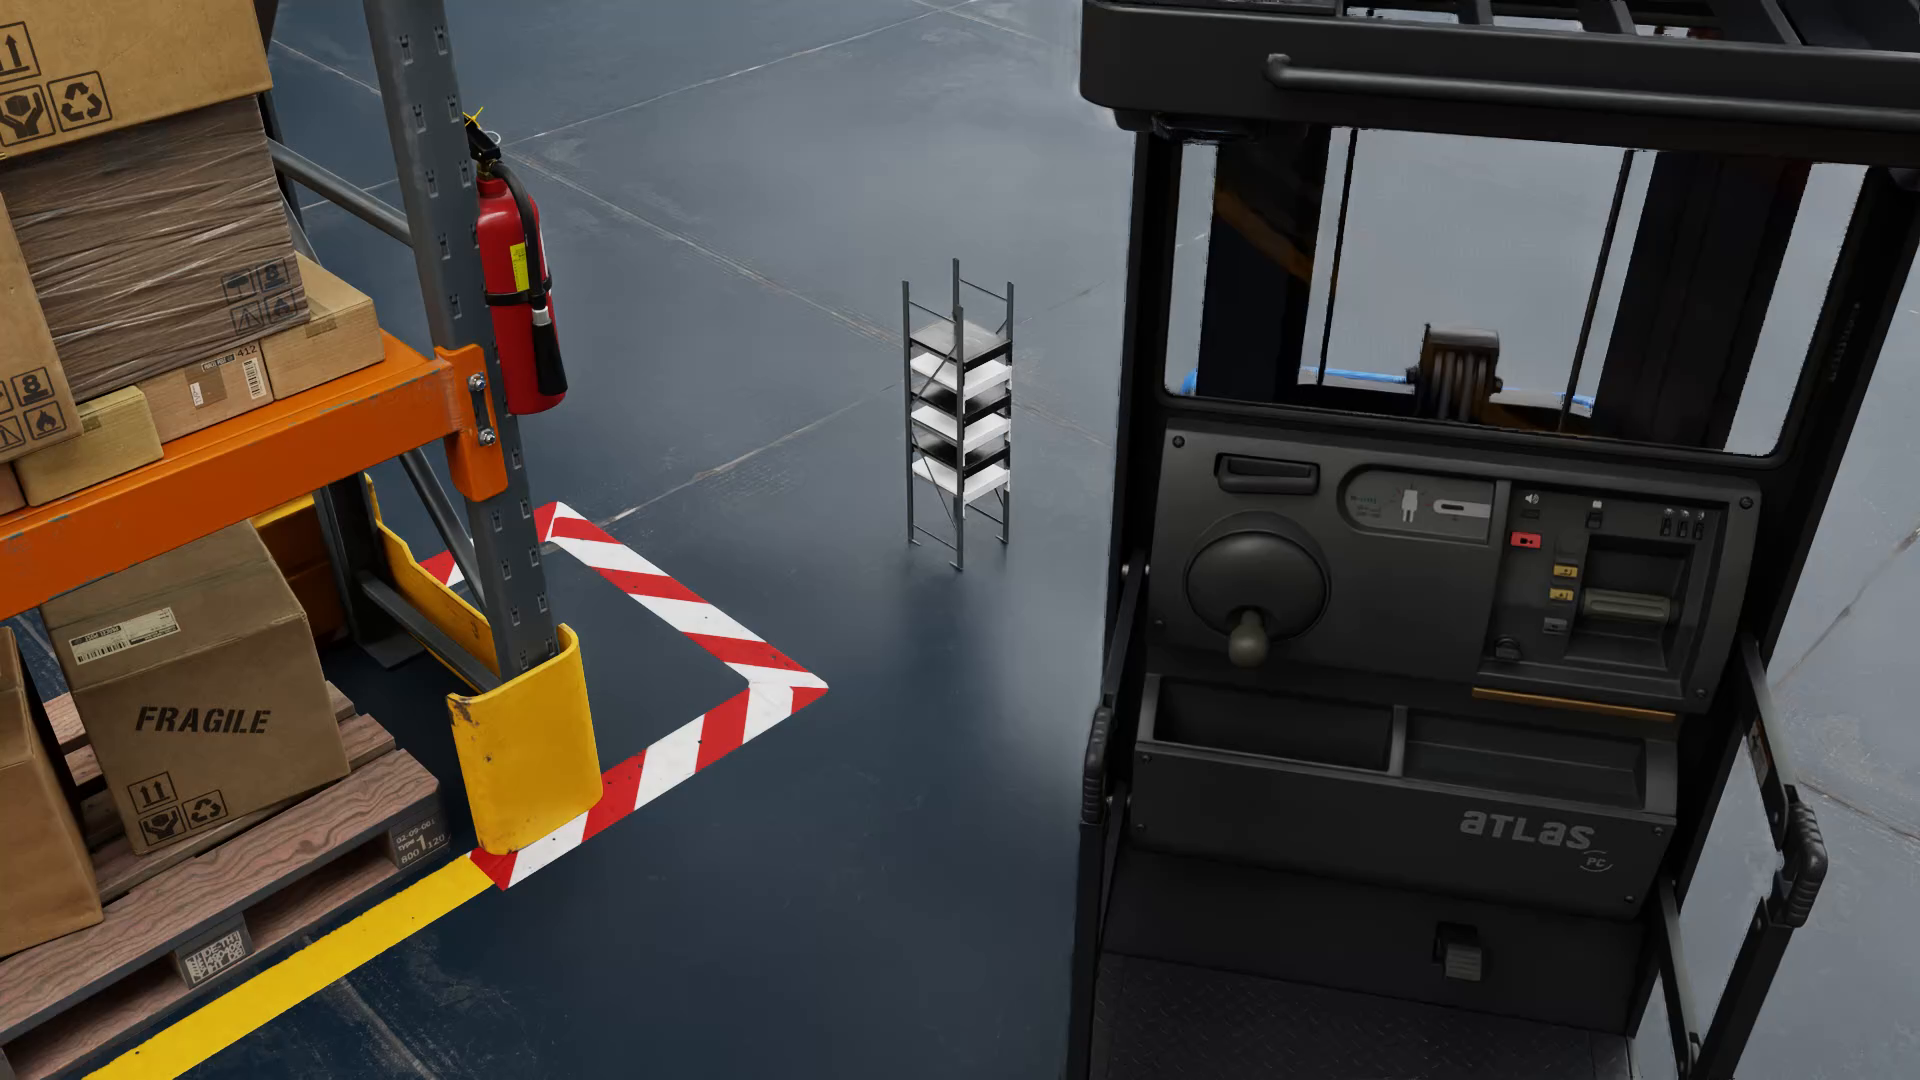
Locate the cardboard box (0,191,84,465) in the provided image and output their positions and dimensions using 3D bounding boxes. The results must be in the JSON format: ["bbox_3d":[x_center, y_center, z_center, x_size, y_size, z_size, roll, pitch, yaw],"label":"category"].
[{"bbox_3d":[-2.053,-0.468,2.951,0.875,0.500,0.500,30,45,35],"label":"cardboard box"}]

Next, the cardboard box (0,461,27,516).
[{"bbox_3d":[-1.937,-0.147,3.059,0.380,0.149,0.250,30,45,35],"label":"cardboard box"}]

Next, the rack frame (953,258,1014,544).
[{"bbox_3d":[0.066,-0.407,5.047,0.240,0.900,0.006,30,45,35],"label":"rack frame"}]

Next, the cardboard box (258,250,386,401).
[{"bbox_3d":[-1.434,-0.466,3.516,0.380,0.149,0.250,30,45,35],"label":"cardboard box"}]

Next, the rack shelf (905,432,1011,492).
[{"bbox_3d":[-0.006,-0.265,5.058,0.258,0.077,0.200,30,45,35],"label":"rack shelf"}]

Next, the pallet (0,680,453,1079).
[{"bbox_3d":[-2.030,0.722,4.030,1.003,0.211,1.213,30,45,35],"label":"pallet"}]

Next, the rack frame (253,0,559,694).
[{"bbox_3d":[-1.379,-0.768,3.729,1.000,3.000,0.127,30,45,35],"label":"rack frame"}]

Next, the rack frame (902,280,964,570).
[{"bbox_3d":[-0.077,-0.325,4.929,0.240,0.900,0.006,30,45,35],"label":"rack frame"}]

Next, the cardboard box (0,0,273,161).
[{"bbox_3d":[-1.591,-1.018,2.866,0.500,0.500,0.500,30,45,35],"label":"cardboard box"}]

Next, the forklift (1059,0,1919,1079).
[{"bbox_3d":[0.744,0.110,2.531,1.130,2.935,3.031,7,35,10],"label":"forklift"}]

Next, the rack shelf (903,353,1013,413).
[{"bbox_3d":[-0.006,-0.486,4.904,0.258,0.077,0.200,30,45,35],"label":"rack shelf"}]

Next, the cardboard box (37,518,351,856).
[{"bbox_3d":[-1.831,0.332,3.970,0.500,0.500,0.500,-21,40,-28],"label":"cardboard box"}]

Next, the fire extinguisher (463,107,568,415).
[{"bbox_3d":[-0.972,-0.597,3.551,0.296,0.674,0.183,30,45,35],"label":"fire extinguisher"}]

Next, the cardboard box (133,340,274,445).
[{"bbox_3d":[-1.610,-0.365,3.371,0.380,0.149,0.250,30,45,35],"label":"cardboard box"}]

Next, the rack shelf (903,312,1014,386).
[{"bbox_3d":[-0.006,-0.560,4.852,0.258,0.077,0.200,30,45,35],"label":"rack shelf"}]

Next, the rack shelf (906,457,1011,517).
[{"bbox_3d":[-0.006,-0.191,5.110,0.258,0.077,0.200,30,45,35],"label":"rack shelf"}]

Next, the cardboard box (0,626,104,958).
[{"bbox_3d":[-2.228,0.588,3.602,0.500,0.500,0.500,-18,39,-24],"label":"cardboard box"}]

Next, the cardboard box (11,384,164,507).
[{"bbox_3d":[-1.750,-0.243,3.195,0.380,0.149,0.250,30,45,35],"label":"cardboard box"}]

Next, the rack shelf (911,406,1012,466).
[{"bbox_3d":[-0.006,-0.338,5.007,0.258,0.077,0.200,30,45,35],"label":"rack shelf"}]

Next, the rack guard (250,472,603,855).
[{"bbox_3d":[-1.433,0.288,4.400,1.175,0.500,0.348,30,45,35],"label":"rack guard"}]

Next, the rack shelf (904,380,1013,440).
[{"bbox_3d":[-0.006,-0.412,4.955,0.258,0.077,0.200,30,45,35],"label":"rack shelf"}]

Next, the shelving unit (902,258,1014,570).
[{"bbox_3d":[-0.006,-0.366,4.988,0.258,0.900,0.210,30,45,35],"label":"shelving unit"}]

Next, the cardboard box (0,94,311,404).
[{"bbox_3d":[-1.786,-0.719,3.311,0.875,0.500,0.500,30,45,35],"label":"cardboard box"}]

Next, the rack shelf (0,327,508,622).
[{"bbox_3d":[-2.788,0.339,2.771,1.077,0.370,4.000,30,45,35],"label":"rack shelf"}]
